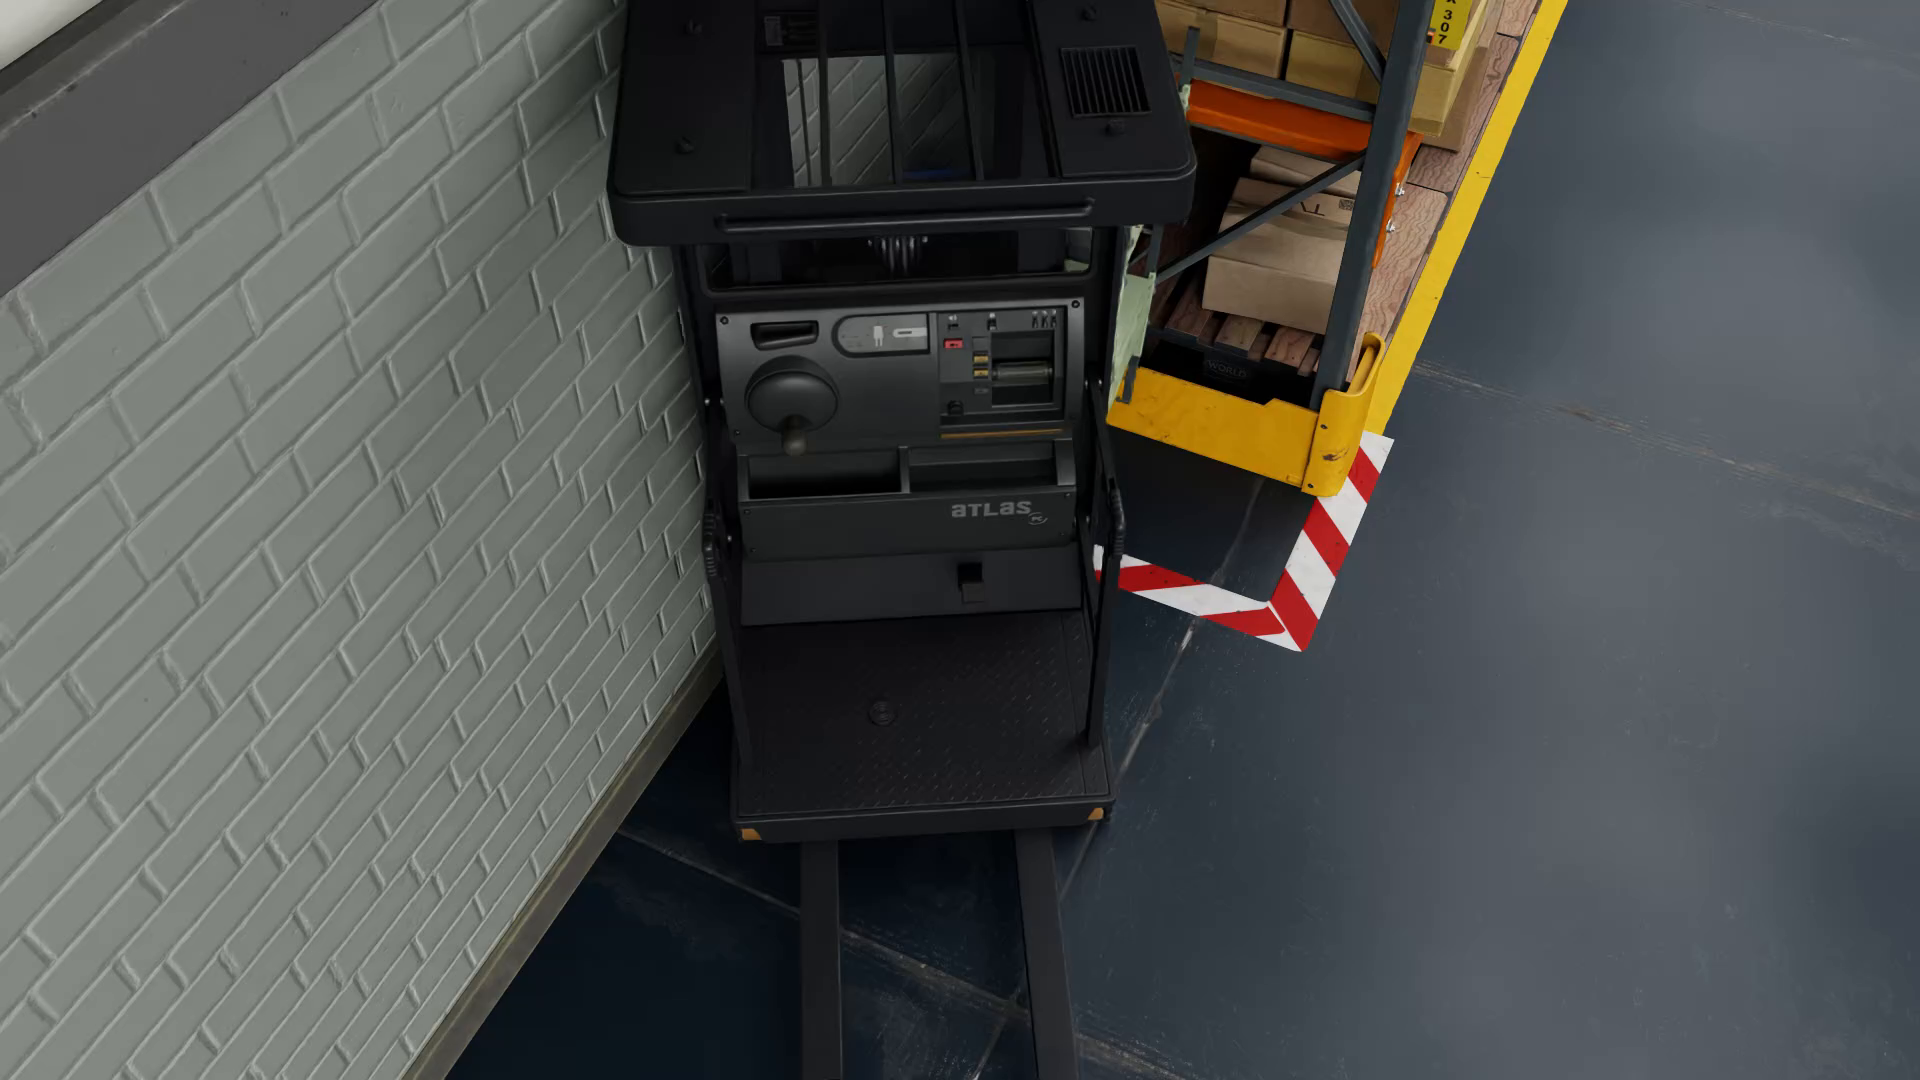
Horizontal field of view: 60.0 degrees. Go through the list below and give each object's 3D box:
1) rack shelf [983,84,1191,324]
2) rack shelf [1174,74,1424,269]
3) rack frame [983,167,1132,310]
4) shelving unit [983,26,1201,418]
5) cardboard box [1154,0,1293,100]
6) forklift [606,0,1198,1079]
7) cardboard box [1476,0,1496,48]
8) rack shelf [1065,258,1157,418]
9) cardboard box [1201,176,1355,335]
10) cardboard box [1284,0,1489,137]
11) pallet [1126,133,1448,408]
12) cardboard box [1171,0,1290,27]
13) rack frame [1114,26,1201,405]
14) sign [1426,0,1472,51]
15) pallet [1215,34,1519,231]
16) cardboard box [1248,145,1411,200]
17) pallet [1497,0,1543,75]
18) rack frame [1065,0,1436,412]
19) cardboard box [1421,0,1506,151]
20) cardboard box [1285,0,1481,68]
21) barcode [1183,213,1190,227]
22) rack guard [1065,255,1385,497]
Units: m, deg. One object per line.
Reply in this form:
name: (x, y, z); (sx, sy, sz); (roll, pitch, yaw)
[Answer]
rack shelf: (0.379, -1.050, 4.926); (0.431, 0.370, 0.720); (16, 49, 9)
rack shelf: (1.690, -2.506, 6.385); (1.077, 0.370, 4.000); (20, 52, 16)
rack frame: (0.244, -0.535, 4.979); (0.400, 1.500, 0.023); (16, 49, 9)
shelving unit: (0.356, -0.790, 5.217); (0.431, 1.500, 0.755); (16, 49, 9)
cardboard box: (0.860, -1.705, 5.317); (0.500, 0.250, 0.500); (20, 53, 17)
forklift: (-0.130, -0.323, 4.101); (1.130, 2.935, 3.031); (-3, 50, -3)
cardboard box: (1.540, -1.915, 5.495); (0.500, 0.250, 0.500); (18, 52, 15)
rack shelf: (0.338, -0.573, 5.459); (0.431, 0.370, 0.720); (16, 49, 9)
cardboard box: (1.212, -1.081, 6.176); (0.500, 0.311, 0.500); (14, 51, 12)
cardboard box: (1.331, -1.553, 5.187); (0.500, 0.250, 0.500); (18, 52, 15)
pallet: (1.247, -1.059, 6.512); (1.003, 0.211, 1.213); (20, 52, 16)
cardboard box: (0.845, -1.957, 5.038); (0.500, 0.500, 0.500); (19, 52, 16)
rack frame: (0.469, -1.045, 5.454); (0.400, 1.500, 0.023); (16, 49, 9)
sign: (1.326, -1.466, 4.460); (0.100, 0.325, 0.005); (20, 52, 16)
pallet: (1.769, -1.896, 7.225); (1.003, 0.211, 1.213); (20, 52, 16)
cardboard box: (1.456, -1.473, 6.511); (0.500, 0.311, 0.500); (24, 54, 19)
pallet: (2.289, -2.739, 7.942); (1.003, 0.211, 1.213); (20, 52, 16)
rack frame: (0.835, -1.362, 4.940); (1.000, 3.000, 0.127); (20, 52, 16)
cardboard box: (1.814, -2.023, 6.855); (0.700, 0.500, 0.500); (17, 52, 14)
cardboard box: (1.311, -1.794, 4.900); (0.500, 0.500, 0.500); (20, 52, 16)
barcode: (0.858, -1.226, 6.294); (0.001, 0.075, 0.075); (20, 52, 16)
rack guard: (0.868, -0.604, 5.936); (1.175, 0.500, 0.348); (20, 52, 16)
